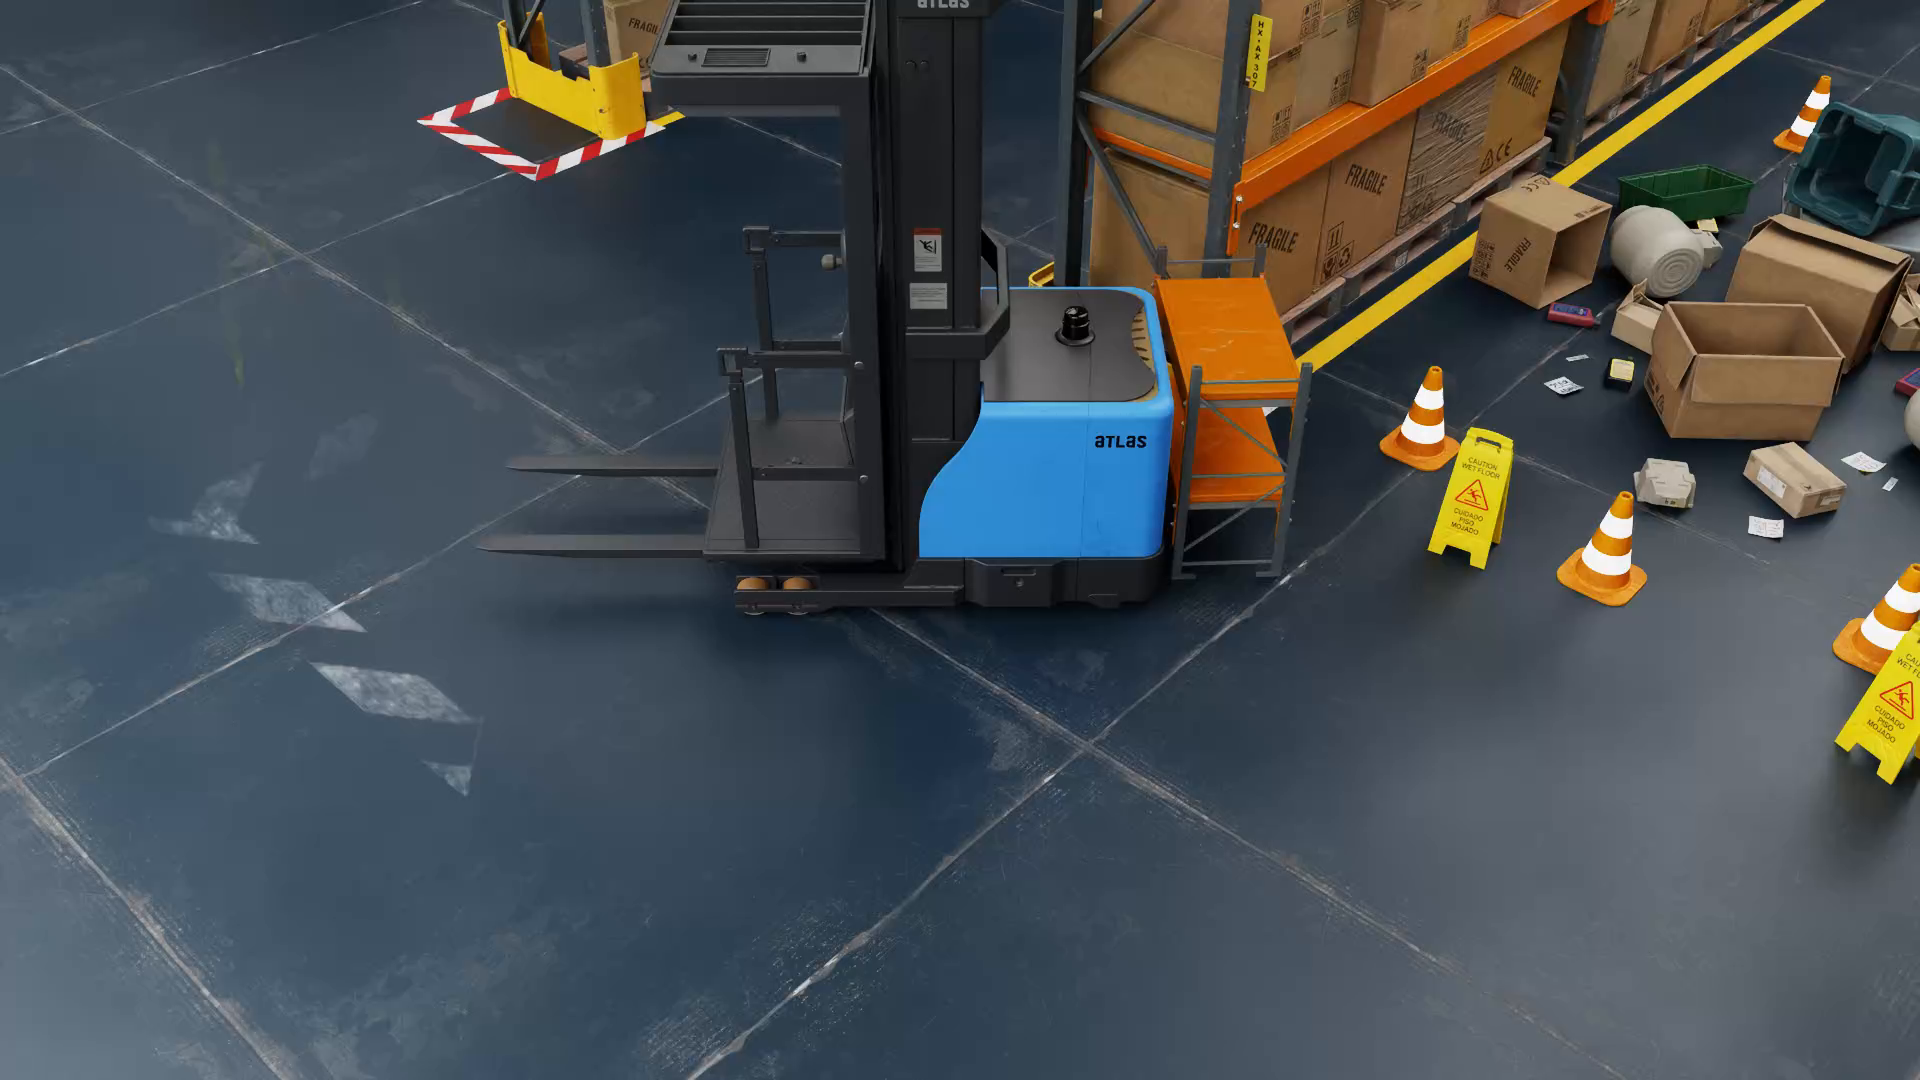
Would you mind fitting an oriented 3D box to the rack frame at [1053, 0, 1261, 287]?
[{"bbox_3d":[0.896,-1.988,7.840,1.000,3.000,0.127,30,47,32],"label":"rack frame"}]

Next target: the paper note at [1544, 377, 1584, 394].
[{"bbox_3d":[3.179,-0.813,8.750,0.142,0.017,0.144,-18,42,-21],"label":"paper note"}]

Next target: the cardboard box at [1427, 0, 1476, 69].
[{"bbox_3d":[2.265,-2.963,8.946,0.875,0.550,0.500,30,47,32],"label":"cardboard box"}]

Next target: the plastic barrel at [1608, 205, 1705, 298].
[{"bbox_3d":[3.961,-1.652,9.487,0.421,0.421,0.512,-5,39,-6],"label":"plastic barrel"}]

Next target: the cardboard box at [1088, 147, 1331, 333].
[{"bbox_3d":[1.304,-1.660,8.797,0.875,0.875,0.875,30,47,32],"label":"cardboard box"}]

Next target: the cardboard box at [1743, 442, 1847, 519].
[{"bbox_3d":[4.011,-0.290,7.995,0.250,0.149,0.380,-11,40,-14],"label":"cardboard box"}]

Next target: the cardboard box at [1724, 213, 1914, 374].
[{"bbox_3d":[4.559,-1.335,8.915,0.797,0.637,0.503,30,47,32],"label":"cardboard box"}]

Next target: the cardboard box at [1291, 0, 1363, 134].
[{"bbox_3d":[1.468,-2.498,8.361,0.875,0.550,0.550,30,47,32],"label":"cardboard box"}]

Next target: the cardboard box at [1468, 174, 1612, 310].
[{"bbox_3d":[3.305,-1.704,9.489,0.500,0.500,0.500,-26,45,-29],"label":"cardboard box"}]

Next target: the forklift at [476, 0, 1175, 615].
[{"bbox_3d":[-0.627,-1.147,6.838,3.031,2.935,1.130,0,38,0],"label":"forklift"}]

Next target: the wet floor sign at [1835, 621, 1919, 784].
[{"bbox_3d":[3.700,0.604,6.472,0.232,0.644,0.267,-18,42,-21],"label":"wet floor sign"}]

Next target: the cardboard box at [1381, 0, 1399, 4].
[{"bbox_3d":[1.956,-3.115,8.269,0.875,0.550,0.550,30,47,32],"label":"cardboard box"}]

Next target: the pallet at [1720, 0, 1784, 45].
[{"bbox_3d":[5.705,-4.241,12.914,1.003,0.211,1.213,30,47,32],"label":"pallet"}]

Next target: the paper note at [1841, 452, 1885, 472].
[{"bbox_3d":[4.470,-0.387,8.221,0.142,0.019,0.148,-18,42,-21],"label":"paper note"}]

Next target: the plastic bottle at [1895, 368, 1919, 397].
[{"bbox_3d":[5.061,-0.838,8.755,0.283,0.061,0.133,-26,45,-29],"label":"plastic bottle"}]

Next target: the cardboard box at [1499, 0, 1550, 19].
[{"bbox_3d":[3.000,-3.448,9.555,0.875,0.550,0.550,30,47,32],"label":"cardboard box"}]

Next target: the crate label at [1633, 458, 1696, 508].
[{"bbox_3d":[3.392,-0.272,7.982,0.250,0.136,0.298,8,39,10],"label":"crate label"}]

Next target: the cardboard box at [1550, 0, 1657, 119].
[{"bbox_3d":[3.947,-3.432,11.127,1.050,0.750,0.750,29,47,32],"label":"cardboard box"}]

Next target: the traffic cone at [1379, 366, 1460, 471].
[{"bbox_3d":[2.302,-0.643,8.186,0.336,0.463,0.334,30,47,32],"label":"traffic cone"}]

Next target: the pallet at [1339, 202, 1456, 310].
[{"bbox_3d":[2.201,-1.854,9.913,1.003,0.211,1.213,30,47,32],"label":"pallet"}]

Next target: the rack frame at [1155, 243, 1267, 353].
[{"bbox_3d":[1.159,-0.910,7.990,0.500,1.125,0.032,-2,39,-2],"label":"rack frame"}]

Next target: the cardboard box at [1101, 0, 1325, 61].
[{"bbox_3d":[1.175,-2.623,7.651,0.875,0.550,0.550,30,47,32],"label":"cardboard box"}]

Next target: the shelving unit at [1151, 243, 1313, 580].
[{"bbox_3d":[1.182,-0.594,7.593,0.538,1.125,1.048,-2,39,-2],"label":"shelving unit"}]

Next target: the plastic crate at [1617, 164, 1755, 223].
[{"bbox_3d":[4.444,-2.117,10.216,0.662,0.188,0.450,-11,30,-14],"label":"plastic crate"}]

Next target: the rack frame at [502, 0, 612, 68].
[{"bbox_3d":[-2.697,-4.117,10.517,1.000,3.000,0.127,30,47,32],"label":"rack frame"}]

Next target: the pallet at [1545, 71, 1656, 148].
[{"bbox_3d":[4.059,-3.120,11.504,1.003,0.211,1.213,30,47,32],"label":"pallet"}]

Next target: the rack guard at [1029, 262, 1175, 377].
[{"bbox_3d":[0.880,-0.998,8.604,1.175,0.500,0.348,30,47,32],"label":"rack guard"}]

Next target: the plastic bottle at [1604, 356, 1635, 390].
[{"bbox_3d":[3.507,-0.899,8.831,0.133,0.061,0.283,14,41,17],"label":"plastic bottle"}]

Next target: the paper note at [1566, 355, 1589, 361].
[{"bbox_3d":[3.334,-0.983,8.979,0.123,0.001,0.032,-11,40,-14],"label":"paper note"}]

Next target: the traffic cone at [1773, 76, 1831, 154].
[{"bbox_3d":[5.614,-2.815,10.918,0.336,0.463,0.334,30,47,32],"label":"traffic cone"}]

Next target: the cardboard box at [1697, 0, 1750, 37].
[{"bbox_3d":[5.228,-4.302,12.220,1.050,0.750,0.750,30,48,32],"label":"cardboard box"}]

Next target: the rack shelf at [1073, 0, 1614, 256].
[{"bbox_3d":[2.245,-2.625,9.219,1.077,0.370,4.000,30,47,32],"label":"rack shelf"}]

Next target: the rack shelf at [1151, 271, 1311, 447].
[{"bbox_3d":[1.182,-0.823,7.411,0.538,0.278,1.000,-2,39,-2],"label":"rack shelf"}]

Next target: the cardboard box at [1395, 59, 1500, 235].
[{"bbox_3d":[2.513,-2.483,9.832,0.875,0.875,0.875,30,47,32],"label":"cardboard box"}]
